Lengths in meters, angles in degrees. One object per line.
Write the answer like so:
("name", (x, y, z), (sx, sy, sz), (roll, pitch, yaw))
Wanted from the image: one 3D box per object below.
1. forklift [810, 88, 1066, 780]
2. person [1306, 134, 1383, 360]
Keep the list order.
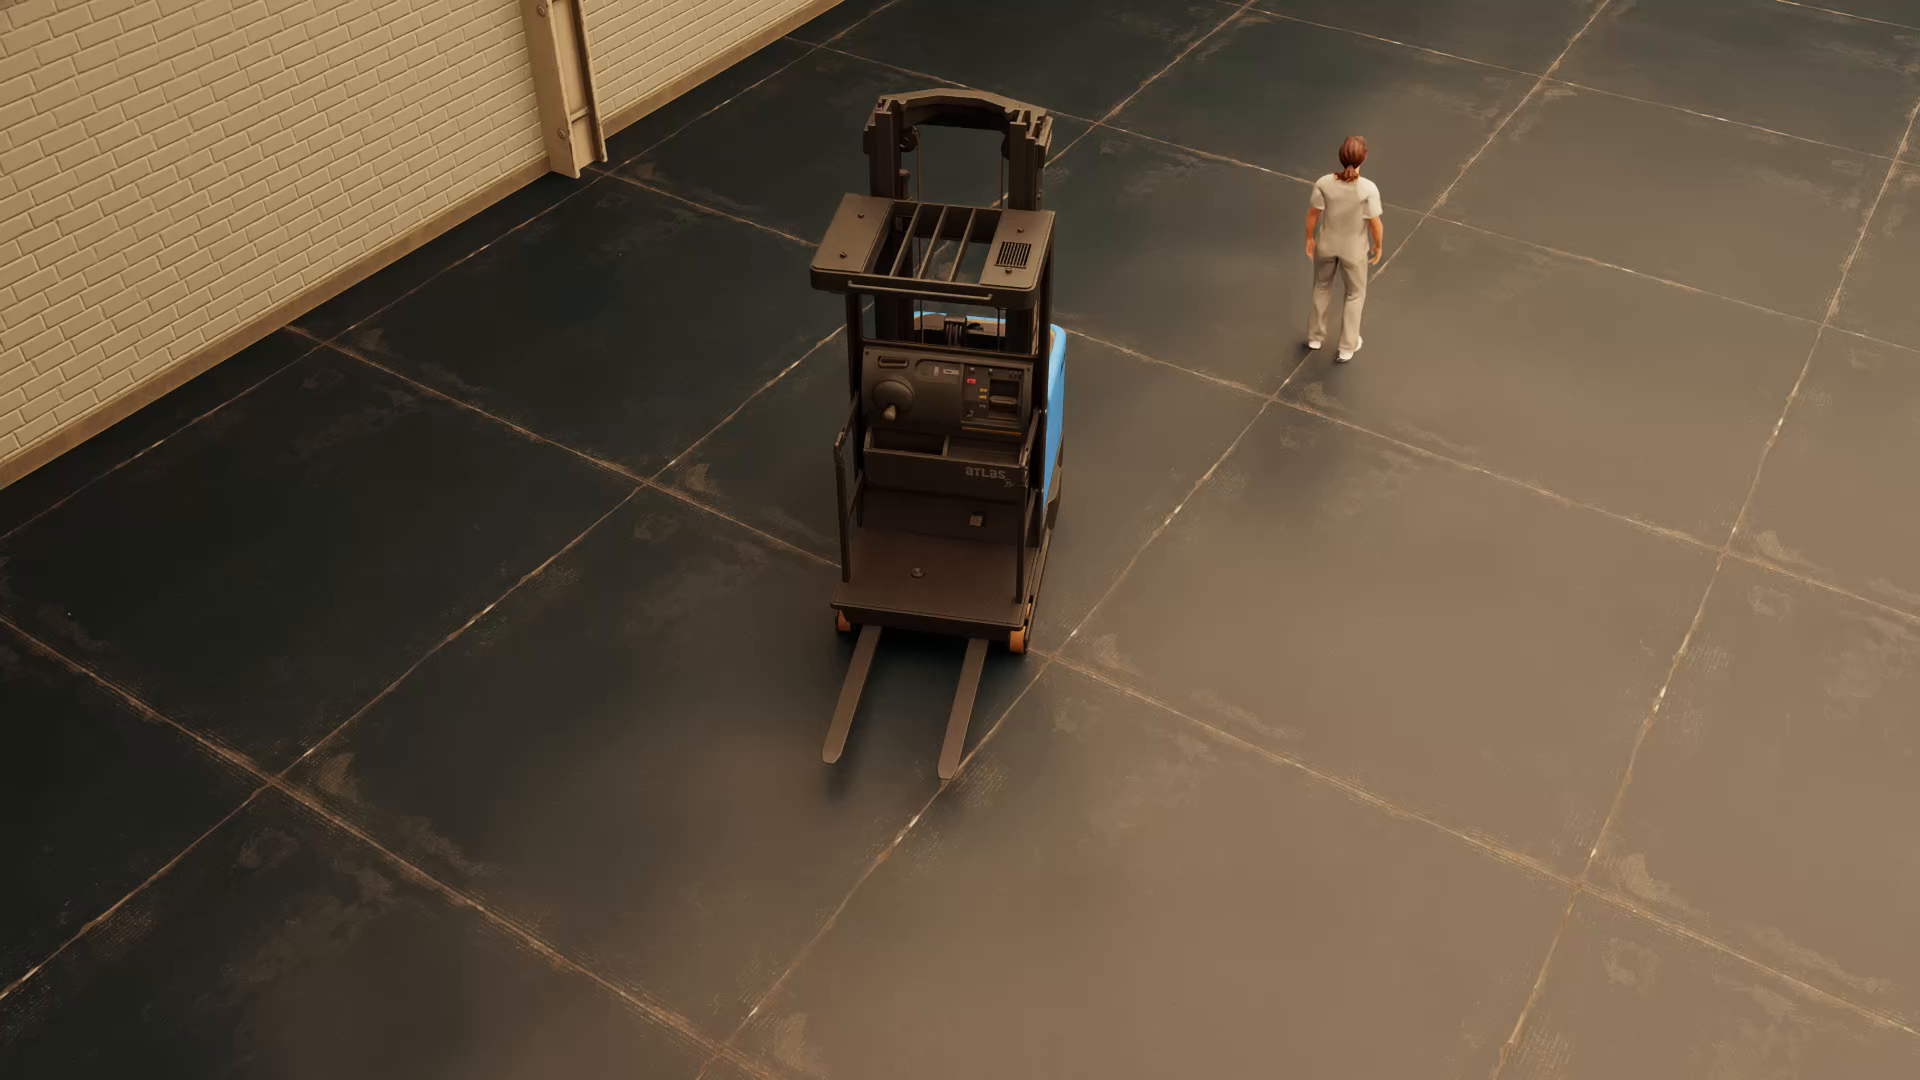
("forklift", (-0.108, -0.731, 8.830), (1.130, 2.935, 3.031), (7, 41, 8))
("person", (2.610, -1.993, 11.318), (0.522, 1.676, 0.457), (18, 43, 20))
